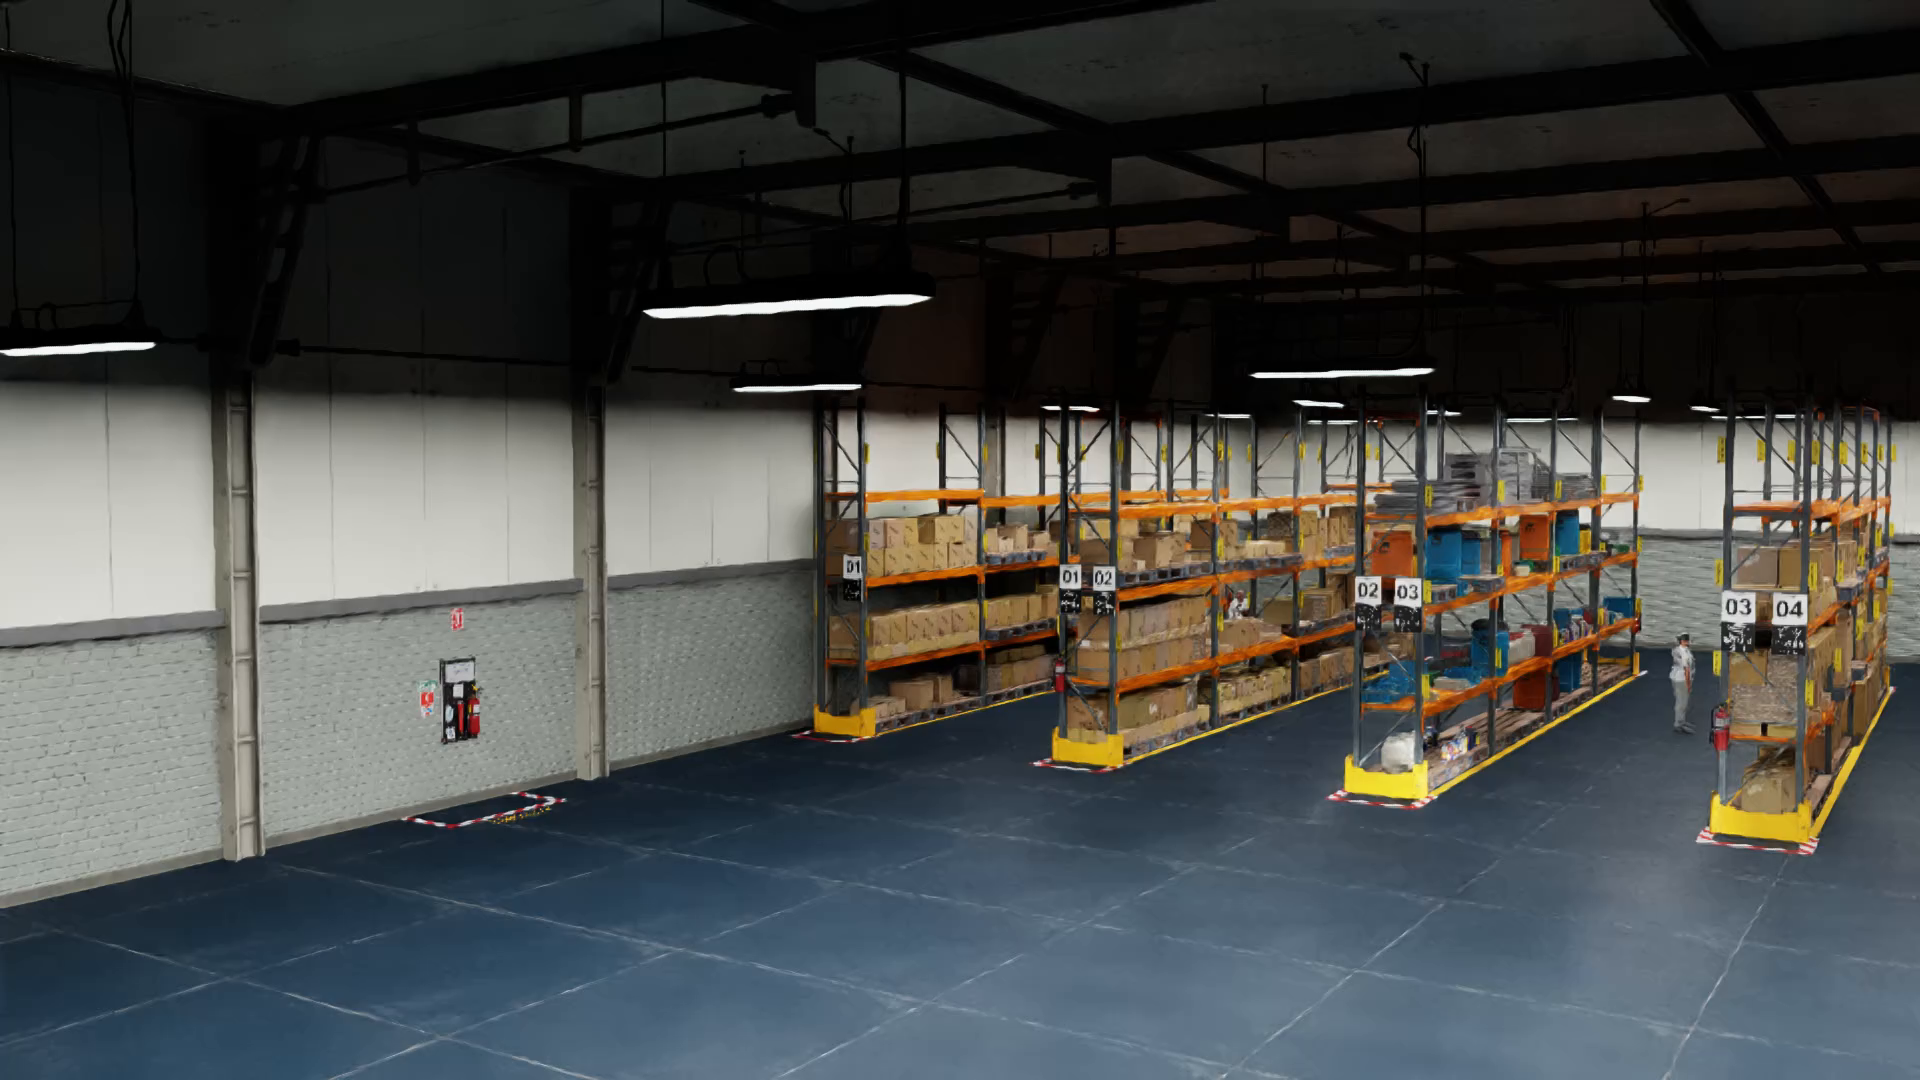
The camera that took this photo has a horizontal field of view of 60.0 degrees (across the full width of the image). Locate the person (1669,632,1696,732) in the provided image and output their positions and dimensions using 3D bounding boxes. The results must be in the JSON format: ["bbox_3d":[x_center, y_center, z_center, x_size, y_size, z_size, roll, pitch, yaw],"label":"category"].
[{"bbox_3d":[13.050,2.538,29.958,0.466,1.761,0.602,0,3,0],"label":"person"}]

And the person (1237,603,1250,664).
[{"bbox_3d":[6.270,2.232,36.485,0.562,1.712,1.141,2,4,35],"label":"person"}]

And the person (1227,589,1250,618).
[{"bbox_3d":[6.799,2.041,40.159,0.735,1.720,0.575,2,3,29],"label":"person"}]
